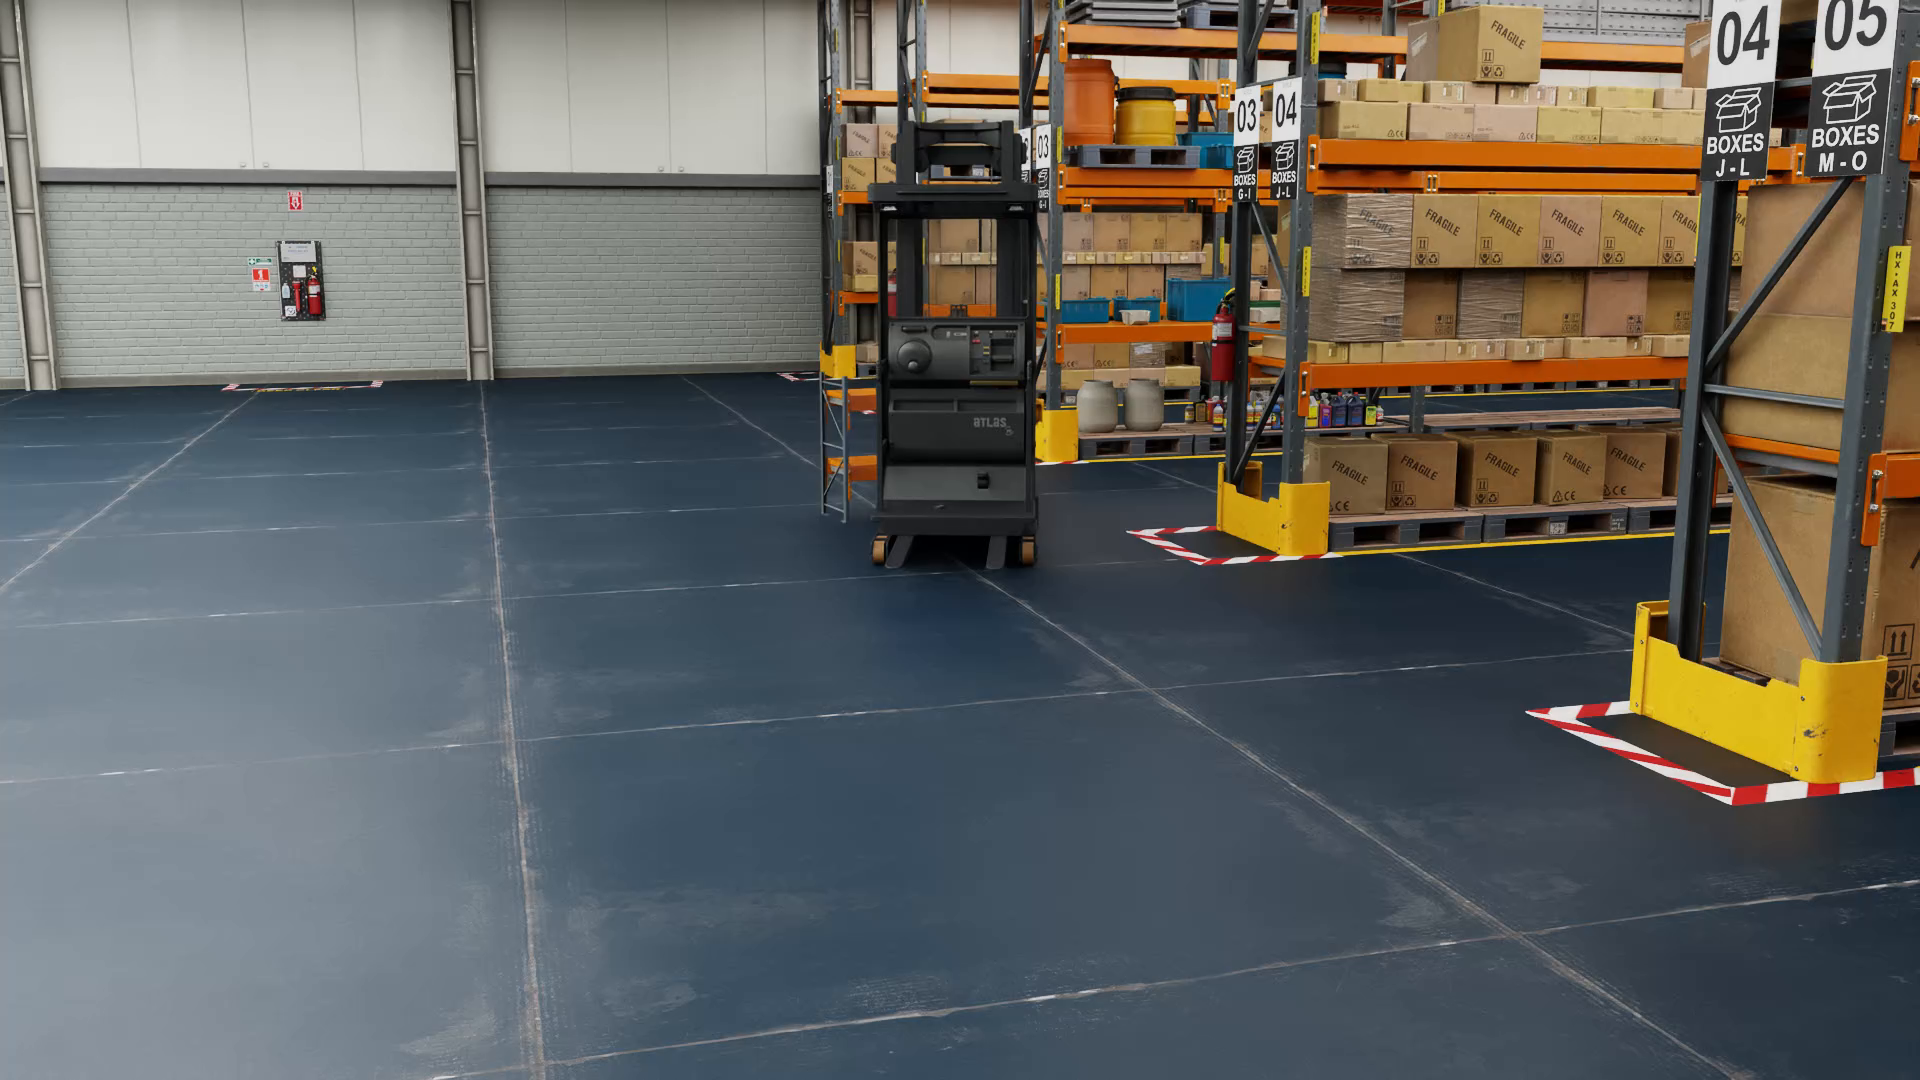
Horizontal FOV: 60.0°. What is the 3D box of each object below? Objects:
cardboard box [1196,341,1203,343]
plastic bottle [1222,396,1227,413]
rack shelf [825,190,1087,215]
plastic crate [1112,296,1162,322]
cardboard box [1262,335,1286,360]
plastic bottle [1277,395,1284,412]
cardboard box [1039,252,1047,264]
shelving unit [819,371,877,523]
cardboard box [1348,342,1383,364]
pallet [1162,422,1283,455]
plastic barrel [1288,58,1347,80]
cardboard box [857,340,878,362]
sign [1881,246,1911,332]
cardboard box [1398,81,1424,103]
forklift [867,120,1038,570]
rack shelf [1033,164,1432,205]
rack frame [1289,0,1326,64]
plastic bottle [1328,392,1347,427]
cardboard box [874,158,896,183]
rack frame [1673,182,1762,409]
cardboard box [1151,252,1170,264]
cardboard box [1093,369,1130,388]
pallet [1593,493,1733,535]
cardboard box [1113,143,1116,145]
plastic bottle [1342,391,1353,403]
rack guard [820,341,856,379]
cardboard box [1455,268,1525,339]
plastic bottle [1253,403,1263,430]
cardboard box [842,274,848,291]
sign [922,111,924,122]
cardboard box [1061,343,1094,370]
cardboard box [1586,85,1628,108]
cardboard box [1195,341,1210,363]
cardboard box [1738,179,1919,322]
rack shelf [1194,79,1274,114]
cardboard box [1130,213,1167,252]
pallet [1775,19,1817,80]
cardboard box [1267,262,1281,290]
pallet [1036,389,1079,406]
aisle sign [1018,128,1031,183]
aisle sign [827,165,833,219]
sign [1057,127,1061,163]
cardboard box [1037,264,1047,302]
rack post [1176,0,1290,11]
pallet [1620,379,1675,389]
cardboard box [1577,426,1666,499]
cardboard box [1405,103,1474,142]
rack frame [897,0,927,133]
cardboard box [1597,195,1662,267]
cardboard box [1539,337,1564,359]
[{"bbox_3d":[4.021,-3.360,27.701,0.500,0.500,0.700,-3,11,-16],"label":"cardboard box"},{"bbox_3d":[2.805,-1.388,17.610,0.135,0.276,0.152,-3,11,-18],"label":"plastic bottle"},{"bbox_3d":[-0.067,-5.272,26.101,4.000,0.370,1.077,-3,11,-16],"label":"rack shelf"},{"bbox_3d":[1.804,-2.363,17.010,0.408,0.251,0.499,-3,11,-16],"label":"plastic crate"},{"bbox_3d":[2.382,-1.393,12.022,0.250,0.149,0.380,-3,11,-16],"label":"cardboard box"},{"bbox_3d":[3.419,-1.412,17.752,0.097,0.271,0.097,0,10,0],"label":"plastic bottle"},{"bbox_3d":[1.074,-3.605,21.274,0.250,0.149,0.380,-3,11,-17],"label":"cardboard box"},{"bbox_3d":[-0.519,-0.766,13.098,1.048,1.125,0.538,-5,12,-26],"label":"shelving unit"},{"bbox_3d":[2.752,-1.325,11.652,0.250,0.149,0.380,-3,11,-16],"label":"cardboard box"},{"bbox_3d":[2.792,-1.069,17.271,1.213,0.211,1.003,-3,11,-16],"label":"pallet"},{"bbox_3d":[3.637,-4.426,16.975,0.708,0.901,0.600,-3,11,-16],"label":"plastic barrel"},{"bbox_3d":[-1.298,-2.963,26.067,0.500,0.311,0.500,-4,11,-22],"label":"cardboard box"},{"bbox_3d":[3.605,-0.967,6.403,0.005,0.325,0.100,-3,11,-16],"label":"sign"},{"bbox_3d":[2.979,-3.068,11.455,0.250,0.149,0.380,-3,11,-17],"label":"cardboard box"},{"bbox_3d":[-0.028,-1.328,11.163,1.130,2.935,3.031,0,10,3],"label":"forklift"},{"bbox_3d":[2.702,-3.550,16.746,4.000,0.370,1.077,-3,11,-16],"label":"rack shelf"},{"bbox_3d":[5.694,-7.405,27.414,0.127,3.000,1.000,-3,11,-16],"label":"rack frame"},{"bbox_3d":[3.900,-1.351,17.200,0.185,0.351,0.144,-4,11,-19],"label":"plastic bottle"},{"bbox_3d":[-1.071,-5.578,25.445,0.500,0.500,0.500,-2,11,-12],"label":"cardboard box"},{"bbox_3d":[8.463,-2.732,18.602,0.127,3.000,1.000,-3,11,-16],"label":"rack frame"},{"bbox_3d":[2.551,-3.682,21.695,0.250,0.149,0.380,-3,11,-18],"label":"cardboard box"},{"bbox_3d":[1.898,-2.132,21.778,0.500,0.250,0.500,-3,11,-16],"label":"cardboard box"},{"bbox_3d":[5.372,-0.257,12.860,1.213,0.211,1.003,-3,11,-16],"label":"pallet"},{"bbox_3d":[2.166,-5.091,21.829,0.500,0.311,0.500,-4,11,-19],"label":"cardboard box"},{"bbox_3d":[4.044,-1.386,17.389,0.185,0.351,0.144,-3,11,-16],"label":"plastic bottle"},{"bbox_3d":[-1.914,-2.824,26.005,0.348,0.500,1.175,-3,11,-16],"label":"rack guard"},{"bbox_3d":[3.640,-1.749,12.163,0.500,0.500,0.875,-3,11,-16],"label":"cardboard box"},{"bbox_3d":[3.035,-1.262,16.936,0.097,0.271,0.097,0,10,0],"label":"plastic bottle"},{"bbox_3d":[-1.593,-4.043,26.081,0.500,0.250,0.500,-3,11,-15],"label":"cardboard box"},{"bbox_3d":[-0.450,-5.036,20.198,0.005,0.325,0.100,-3,11,-16],"label":"sign"},{"bbox_3d":[1.419,-2.475,21.571,0.500,0.500,0.500,-3,11,-16],"label":"cardboard box"},{"bbox_3d":[4.511,-3.132,11.802,0.250,0.149,0.380,-2,11,-13],"label":"cardboard box"},{"bbox_3d":[3.550,-2.591,22.723,0.500,0.311,0.500,-3,11,-16],"label":"cardboard box"},{"bbox_3d":[3.822,-1.216,6.969,0.550,0.550,0.875,-3,11,-16],"label":"cardboard box"},{"bbox_3d":[5.162,-5.892,22.289,4.000,0.370,1.077,-3,11,-16],"label":"rack shelf"},{"bbox_3d":[2.332,-4.029,21.786,0.500,0.500,0.700,-3,11,-16],"label":"cardboard box"},{"bbox_3d":[4.165,-2.070,6.965,1.213,0.211,1.003,-3,11,-16],"label":"pallet"},{"bbox_3d":[4.489,-3.503,22.512,0.500,0.500,0.500,-2,11,-12],"label":"cardboard box"},{"bbox_3d":[1.293,-1.924,21.915,1.213,0.211,1.003,-3,11,-16],"label":"pallet"},{"bbox_3d":[0.630,-3.654,16.428,0.004,0.787,0.394,-3,11,-16],"label":"aisle sign"},{"bbox_3d":[-1.973,-5.272,25.219,0.004,0.787,0.394,-3,11,-16],"label":"aisle sign"},{"bbox_3d":[0.931,-3.711,15.610,0.005,0.325,0.100,-3,11,-16],"label":"sign"},{"bbox_3d":[0.834,-3.311,21.468,0.500,0.500,0.700,-3,11,-16],"label":"cardboard box"},{"bbox_3d":[2.633,-5.344,16.429,0.954,0.300,0.937,-3,11,-17],"label":"rack post"},{"bbox_3d":[10.152,-2.377,24.373,1.213,0.211,1.003,-3,11,-16],"label":"pallet"},{"bbox_3d":[5.064,-0.602,12.777,0.500,0.500,0.500,0,10,2],"label":"cardboard box"},{"bbox_3d":[3.194,-2.874,11.504,0.500,0.250,0.500,-3,11,-17],"label":"cardboard box"},{"bbox_3d":[-0.599,-6.139,20.538,0.127,3.000,1.000,-3,11,-16],"label":"rack frame"},{"bbox_3d":[4.691,-2.235,12.040,0.500,0.500,0.500,-3,11,-16],"label":"cardboard box"},{"bbox_3d":[4.177,-1.410,12.117,0.250,0.149,0.380,-3,11,-16],"label":"cardboard box"}]
